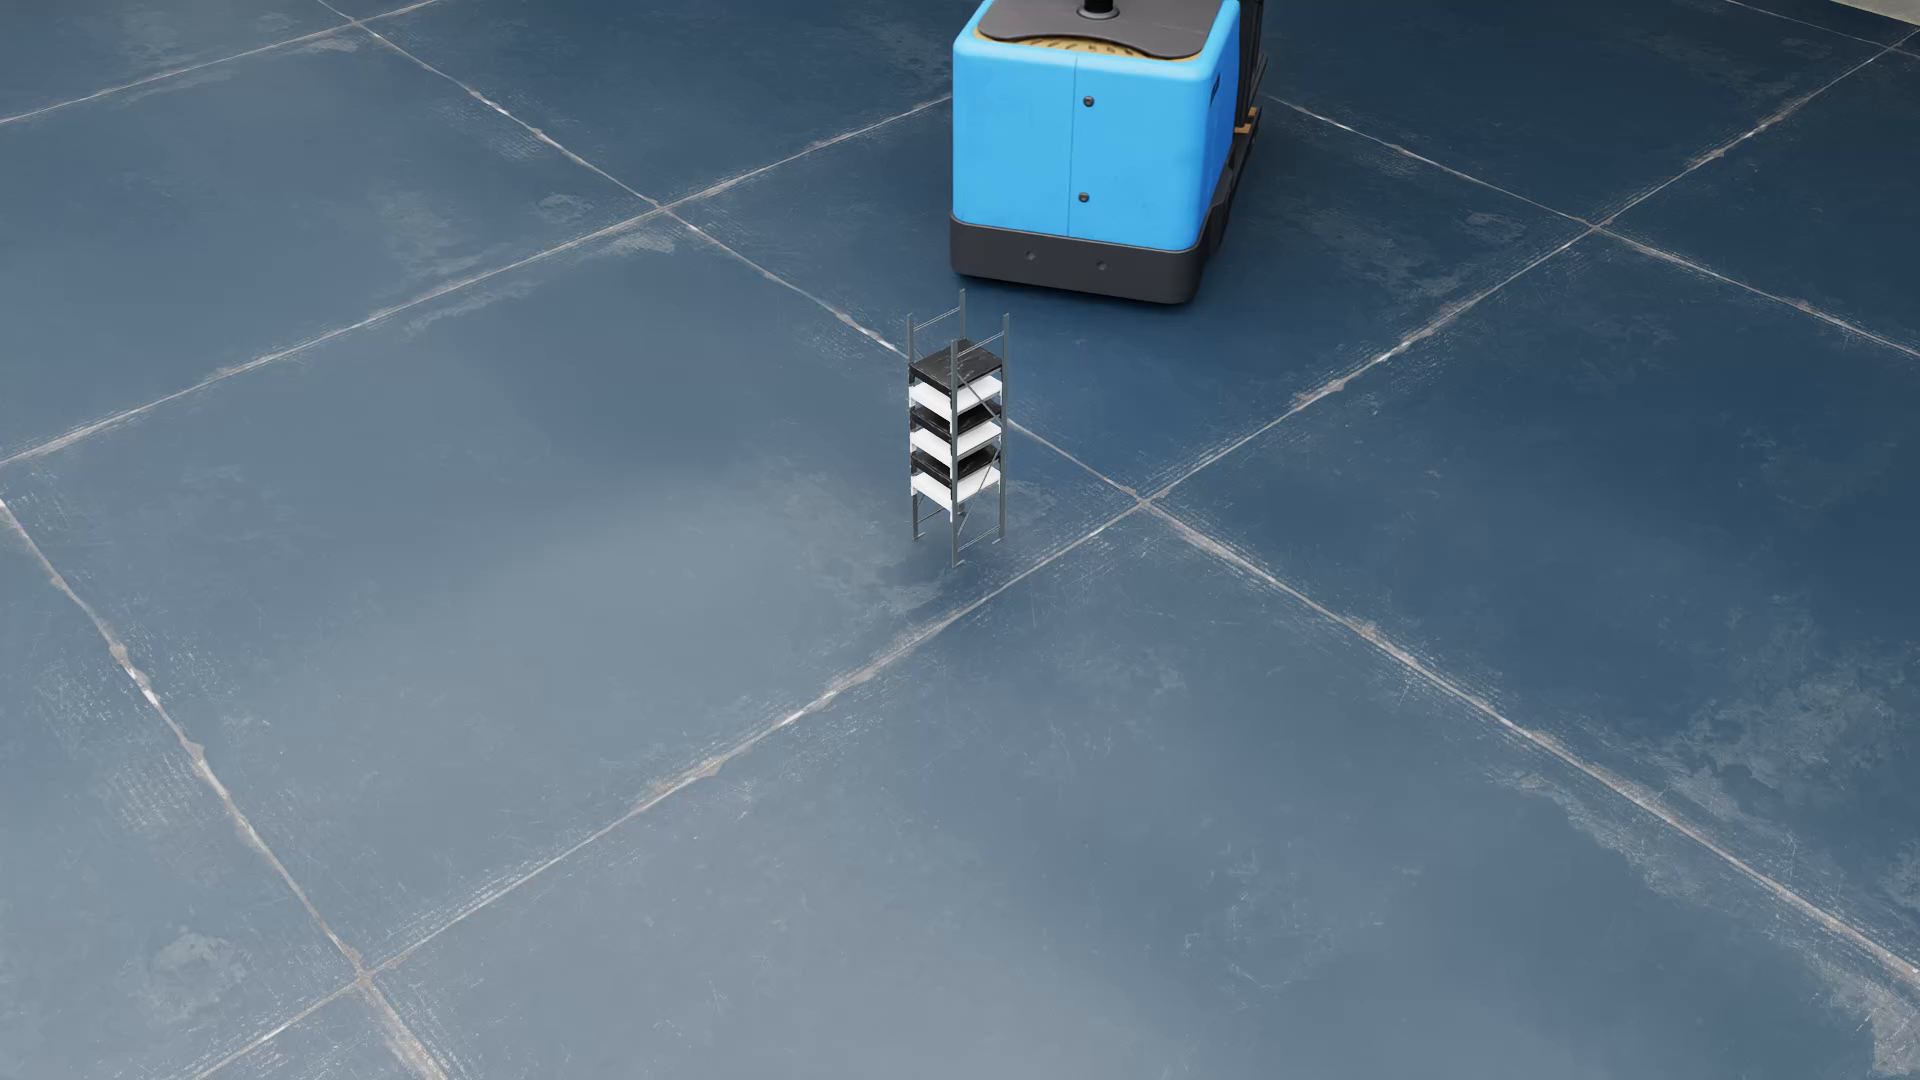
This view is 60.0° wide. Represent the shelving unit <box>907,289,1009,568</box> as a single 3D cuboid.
[{"bbox_3d":[-0.005,-0.354,5.472,0.258,0.900,0.210,-30,48,-32],"label":"shelving unit"}]

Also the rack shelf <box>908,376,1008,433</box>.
[{"bbox_3d":[-0.005,-0.468,5.380,0.258,0.077,0.200,-30,48,-32],"label":"rack shelf"}]

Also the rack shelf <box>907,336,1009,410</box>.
[{"bbox_3d":[-0.005,-0.538,5.323,0.258,0.077,0.200,-30,48,-32],"label":"rack shelf"}]

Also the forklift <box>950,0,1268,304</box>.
[{"bbox_3d":[0.854,-3.044,7.186,1.130,2.935,3.031,10,40,12],"label":"forklift"}]

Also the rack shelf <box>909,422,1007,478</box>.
[{"bbox_3d":[-0.005,-0.328,5.493,0.258,0.077,0.200,-30,48,-32],"label":"rack shelf"}]

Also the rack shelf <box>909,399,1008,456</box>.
[{"bbox_3d":[-0.005,-0.398,5.436,0.258,0.077,0.200,-30,48,-32],"label":"rack shelf"}]

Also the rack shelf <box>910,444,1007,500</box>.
[{"bbox_3d":[-0.005,-0.258,5.549,0.258,0.077,0.200,-30,48,-32],"label":"rack shelf"}]

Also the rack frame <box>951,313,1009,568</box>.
[{"bbox_3d":[0.063,-0.307,5.414,0.240,0.900,0.006,-30,48,-32],"label":"rack frame"}]

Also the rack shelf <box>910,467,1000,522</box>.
[{"bbox_3d":[-0.005,-0.188,5.606,0.258,0.077,0.200,-30,48,-32],"label":"rack shelf"}]

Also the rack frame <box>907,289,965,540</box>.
[{"bbox_3d":[-0.074,-0.401,5.530,0.240,0.900,0.006,-30,48,-32],"label":"rack frame"}]
